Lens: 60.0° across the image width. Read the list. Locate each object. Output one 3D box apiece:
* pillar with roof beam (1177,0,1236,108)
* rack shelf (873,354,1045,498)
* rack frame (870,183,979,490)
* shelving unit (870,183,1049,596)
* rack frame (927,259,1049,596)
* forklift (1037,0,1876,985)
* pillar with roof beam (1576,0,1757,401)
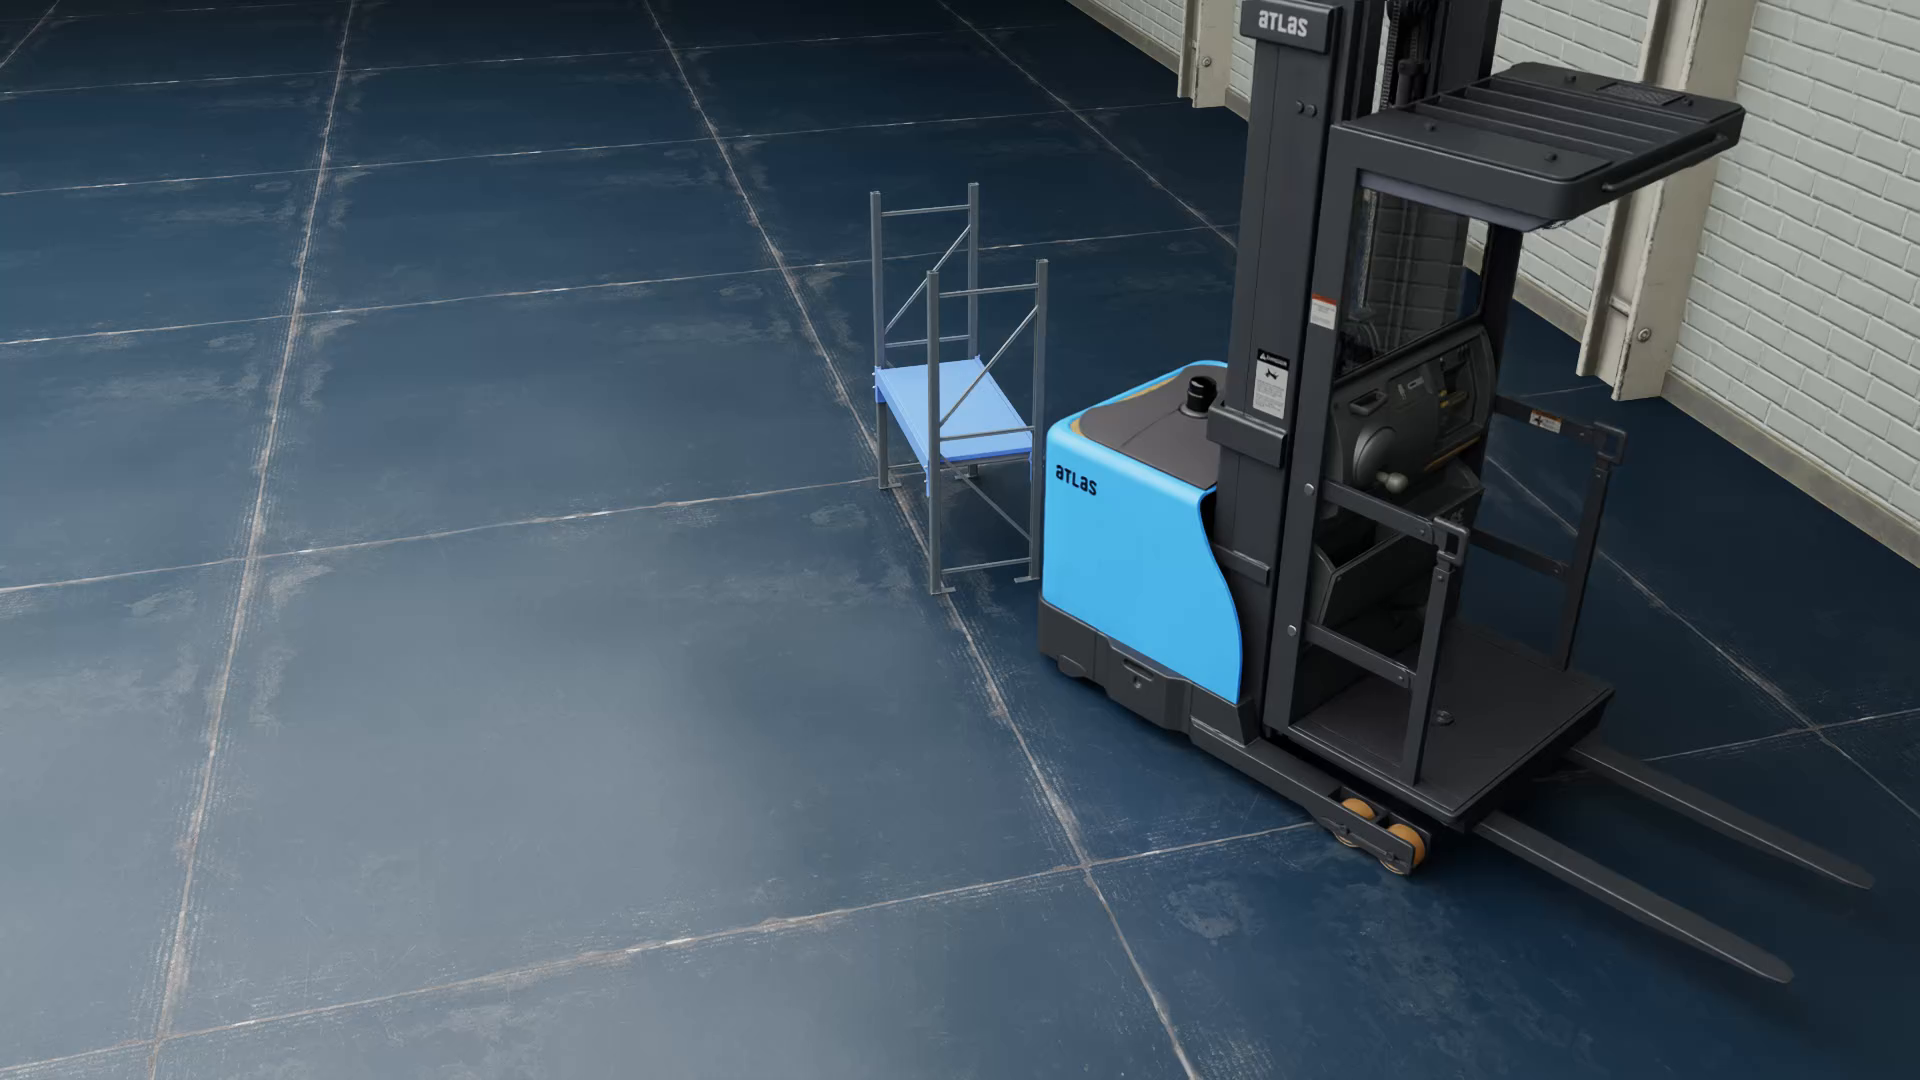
[{"bbox_3d":[-2.071,-7.091,11.018,9.100,9.000,0.400,-8,31,-13],"label":"pillar with roof beam"},{"bbox_3d":[-0.023,-0.535,7.536,0.538,0.185,1.000,-8,31,-13],"label":"rack shelf"},{"bbox_3d":[-0.158,-0.936,7.870,0.500,1.500,0.032,-8,31,-13],"label":"rack frame"},{"bbox_3d":[-0.023,-0.690,7.445,0.538,1.500,1.048,-8,31,-13],"label":"shelving unit"},{"bbox_3d":[0.112,-0.445,7.021,0.500,1.500,0.032,-8,31,-13],"label":"rack frame"},{"bbox_3d":[1.694,-0.407,5.527,1.130,2.935,3.031,-25,38,-36],"label":"forklift"},{"bbox_3d":[-0.479,-4.193,6.011,9.100,9.000,0.400,-8,31,-13],"label":"pillar with roof beam"}]
